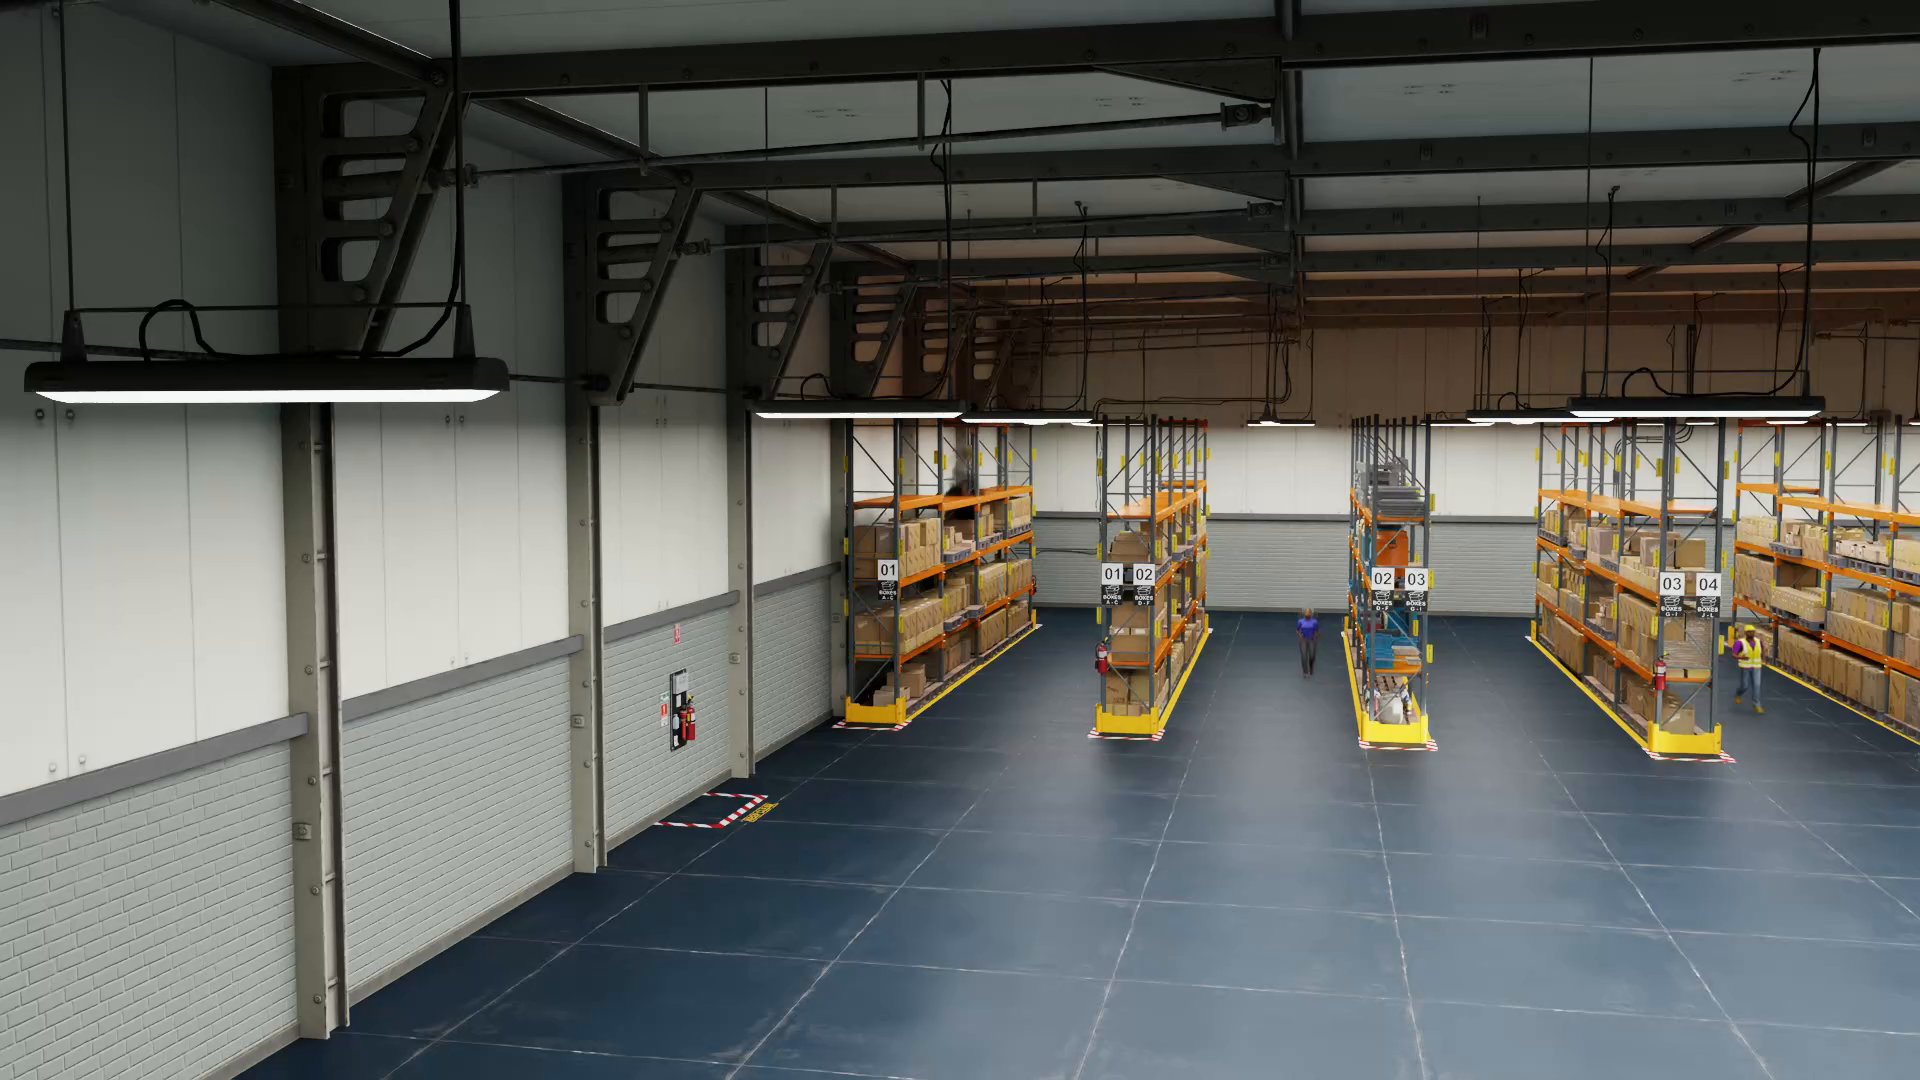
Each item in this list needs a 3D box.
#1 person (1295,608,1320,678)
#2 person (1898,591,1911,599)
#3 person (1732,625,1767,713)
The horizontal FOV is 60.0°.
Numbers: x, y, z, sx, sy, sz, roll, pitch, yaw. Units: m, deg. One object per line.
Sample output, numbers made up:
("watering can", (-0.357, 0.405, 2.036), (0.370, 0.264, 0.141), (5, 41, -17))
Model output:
("person", (7.995, 2.369, 38.251), (0.571, 1.608, 0.551), (1, 4, 10))
("person", (25.218, 1.900, 44.526), (0.580, 1.710, 0.741), (1, 4, 16))
("person", (15.992, 2.578, 33.626), (0.716, 1.721, 1.073), (0, 4, 6))
